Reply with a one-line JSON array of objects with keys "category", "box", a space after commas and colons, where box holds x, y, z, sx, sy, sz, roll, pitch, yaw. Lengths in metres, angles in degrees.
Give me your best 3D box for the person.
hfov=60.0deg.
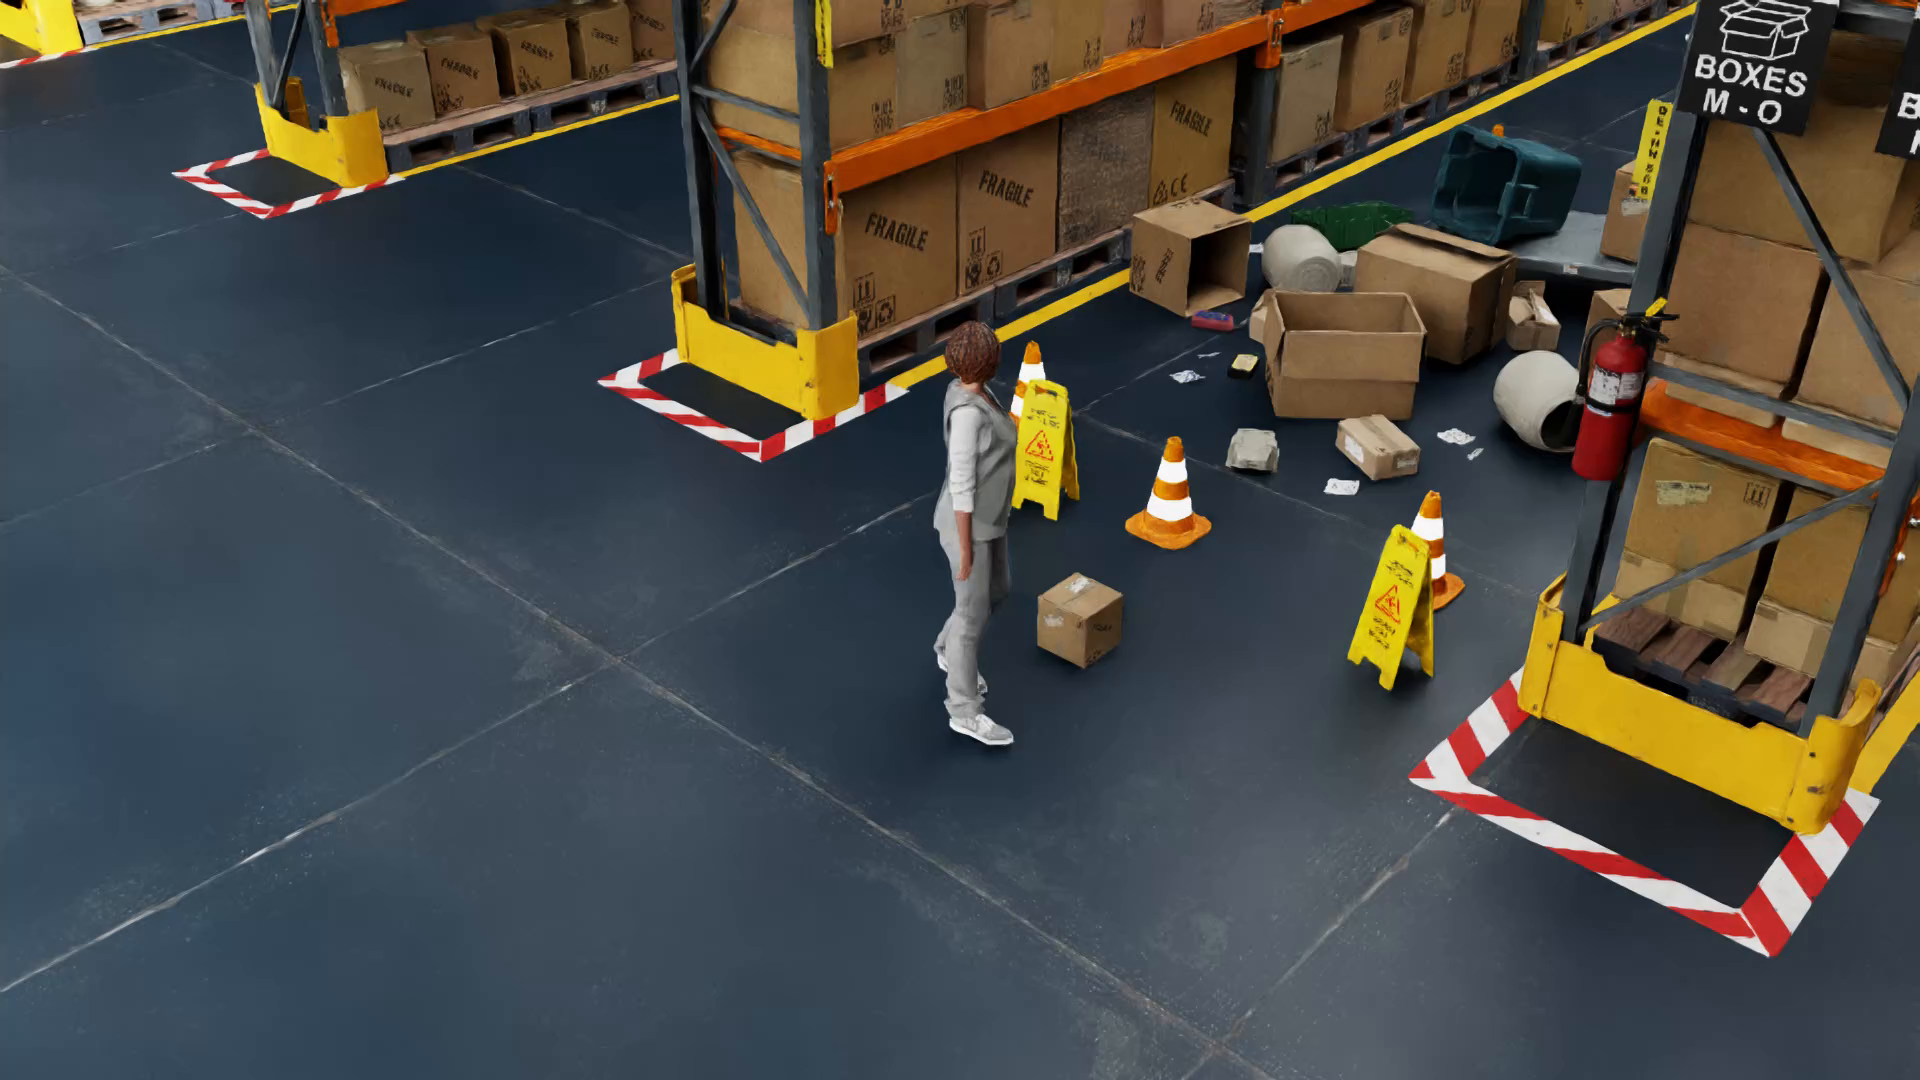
[{"category": "person", "box": [0.054, -0.023, 6.196, 0.375, 1.594, 0.573, 4, 32, 7]}]
